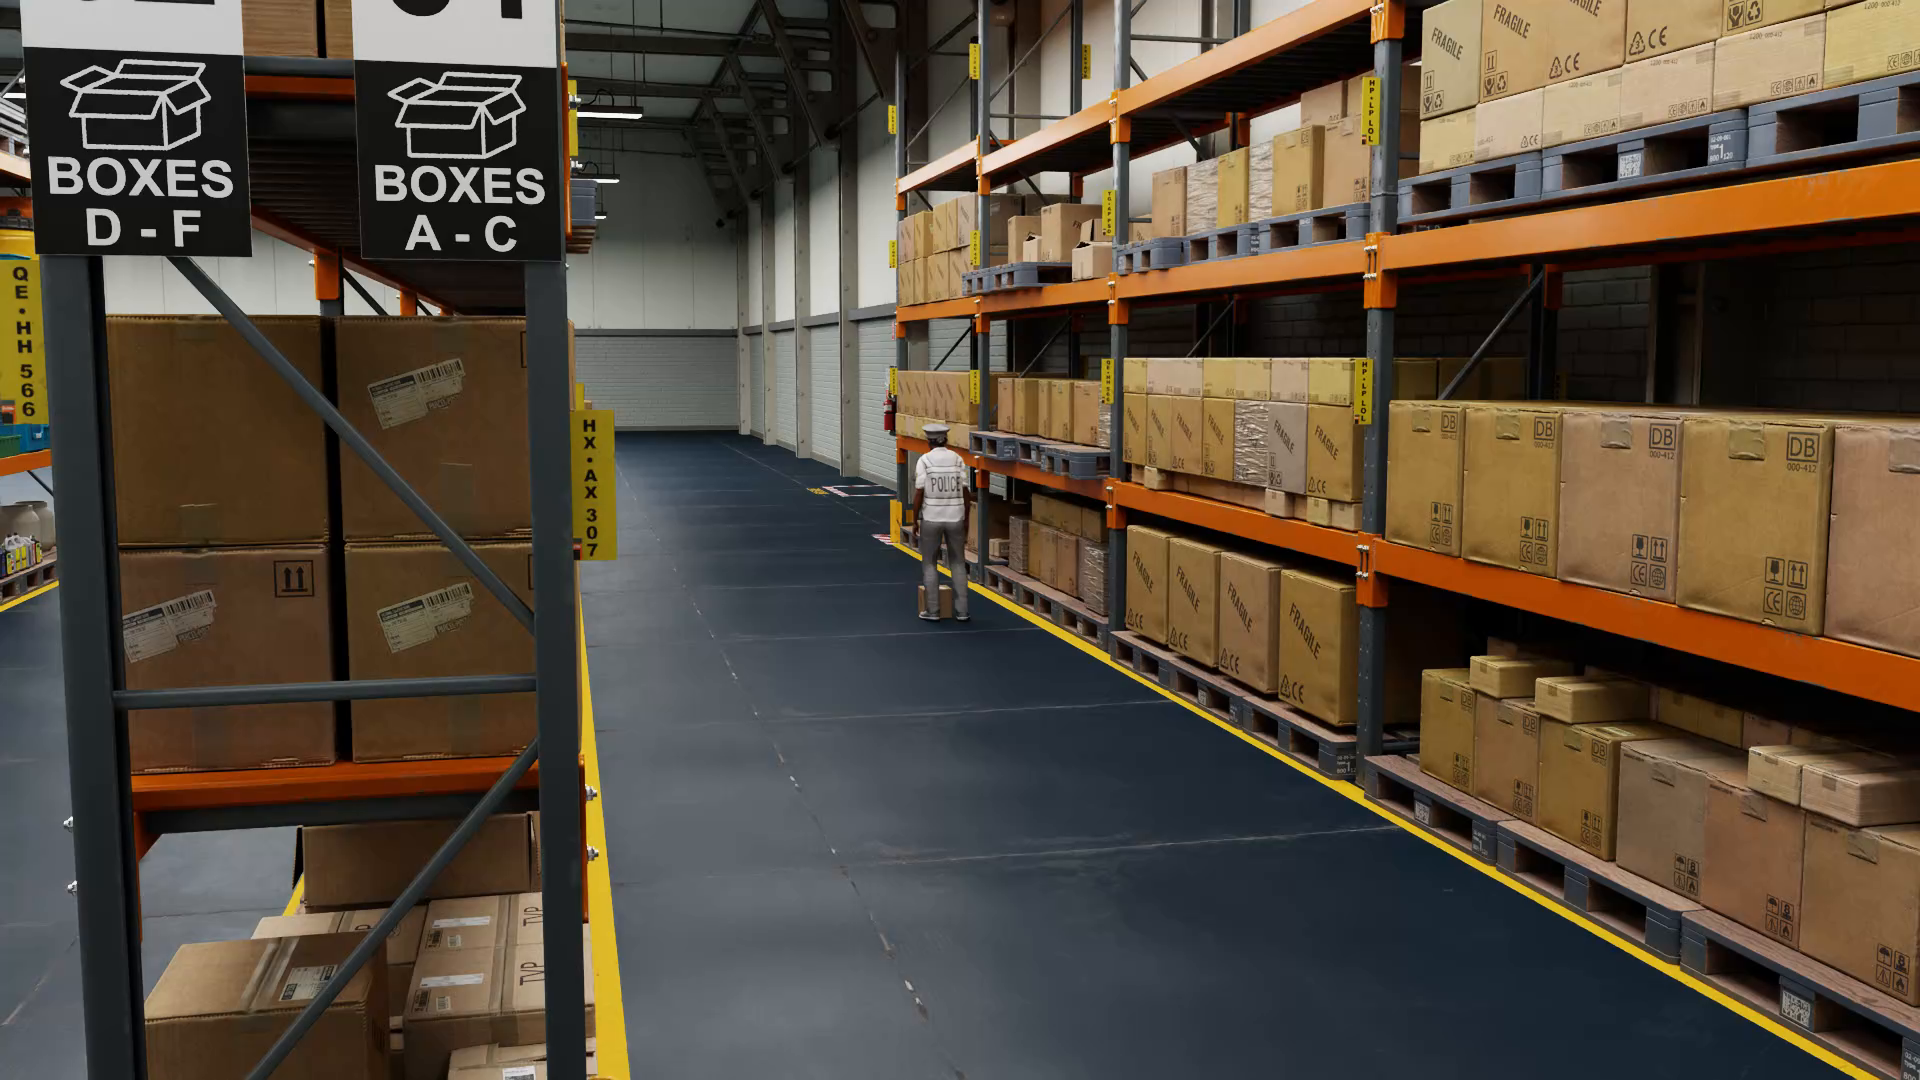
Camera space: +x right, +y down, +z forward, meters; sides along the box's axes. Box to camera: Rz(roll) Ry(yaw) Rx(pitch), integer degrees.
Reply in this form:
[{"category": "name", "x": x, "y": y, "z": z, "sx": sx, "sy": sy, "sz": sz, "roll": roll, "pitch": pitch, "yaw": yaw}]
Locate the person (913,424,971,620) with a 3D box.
[{"category": "person", "x": -0.150, "y": -0.144, "z": 14.011, "sx": 0.520, "sy": 1.657, "sz": 0.417, "roll": -2, "pitch": 6, "yaw": -15}]
